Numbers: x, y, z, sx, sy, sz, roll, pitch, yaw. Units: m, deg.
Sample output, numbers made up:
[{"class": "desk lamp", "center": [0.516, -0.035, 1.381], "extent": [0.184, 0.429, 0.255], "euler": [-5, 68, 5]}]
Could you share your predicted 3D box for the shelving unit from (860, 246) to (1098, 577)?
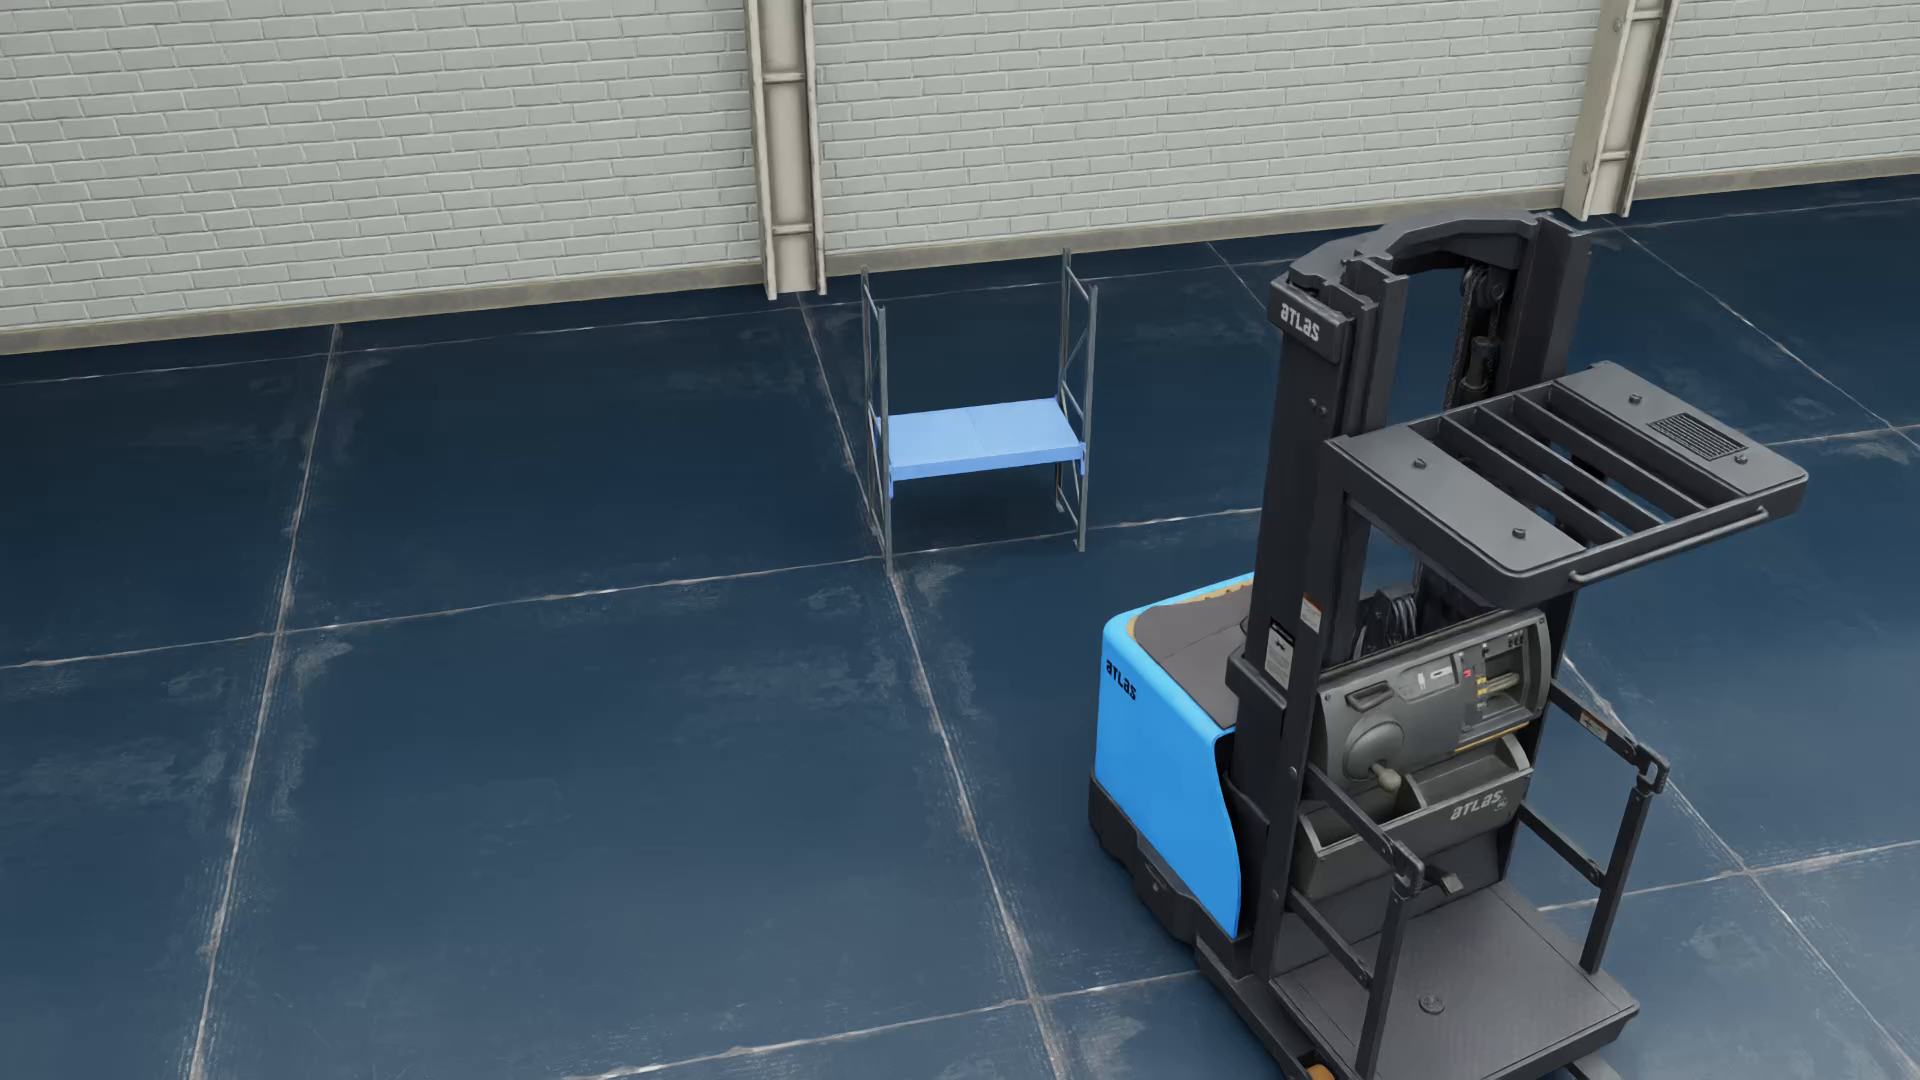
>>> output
[{"class": "shelving unit", "center": [0.083, -0.633, 8.348], "extent": [1.048, 1.500, 0.538], "euler": [-7, 35, -11]}]

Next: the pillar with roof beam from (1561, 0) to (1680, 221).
[{"class": "pillar with roof beam", "center": [5.678, -3.851, 6.413], "extent": [0.400, 9.000, 9.100], "euler": [-7, 35, -11]}]

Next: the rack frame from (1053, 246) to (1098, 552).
[{"class": "rack frame", "center": [0.579, -0.696, 8.441], "extent": [0.032, 1.500, 0.500], "euler": [-7, 35, -11]}]

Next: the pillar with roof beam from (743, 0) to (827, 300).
[{"class": "pillar with roof beam", "center": [-0.174, -3.114, 5.314], "extent": [0.400, 9.000, 9.100], "euler": [-7, 35, -11]}]

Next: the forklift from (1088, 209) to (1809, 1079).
[{"class": "forklift", "center": [1.651, 0.585, 5.248], "extent": [1.130, 2.935, 3.031], "euler": [-16, 37, -22]}]

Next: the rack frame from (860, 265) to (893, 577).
[{"class": "rack frame", "center": [-0.413, -0.571, 8.255], "extent": [0.032, 1.500, 0.500], "euler": [-7, 35, -11]}]

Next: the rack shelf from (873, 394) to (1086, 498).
[{"class": "rack shelf", "center": [0.083, -0.484, 8.448], "extent": [1.000, 0.185, 0.538], "euler": [-7, 35, -11]}]
